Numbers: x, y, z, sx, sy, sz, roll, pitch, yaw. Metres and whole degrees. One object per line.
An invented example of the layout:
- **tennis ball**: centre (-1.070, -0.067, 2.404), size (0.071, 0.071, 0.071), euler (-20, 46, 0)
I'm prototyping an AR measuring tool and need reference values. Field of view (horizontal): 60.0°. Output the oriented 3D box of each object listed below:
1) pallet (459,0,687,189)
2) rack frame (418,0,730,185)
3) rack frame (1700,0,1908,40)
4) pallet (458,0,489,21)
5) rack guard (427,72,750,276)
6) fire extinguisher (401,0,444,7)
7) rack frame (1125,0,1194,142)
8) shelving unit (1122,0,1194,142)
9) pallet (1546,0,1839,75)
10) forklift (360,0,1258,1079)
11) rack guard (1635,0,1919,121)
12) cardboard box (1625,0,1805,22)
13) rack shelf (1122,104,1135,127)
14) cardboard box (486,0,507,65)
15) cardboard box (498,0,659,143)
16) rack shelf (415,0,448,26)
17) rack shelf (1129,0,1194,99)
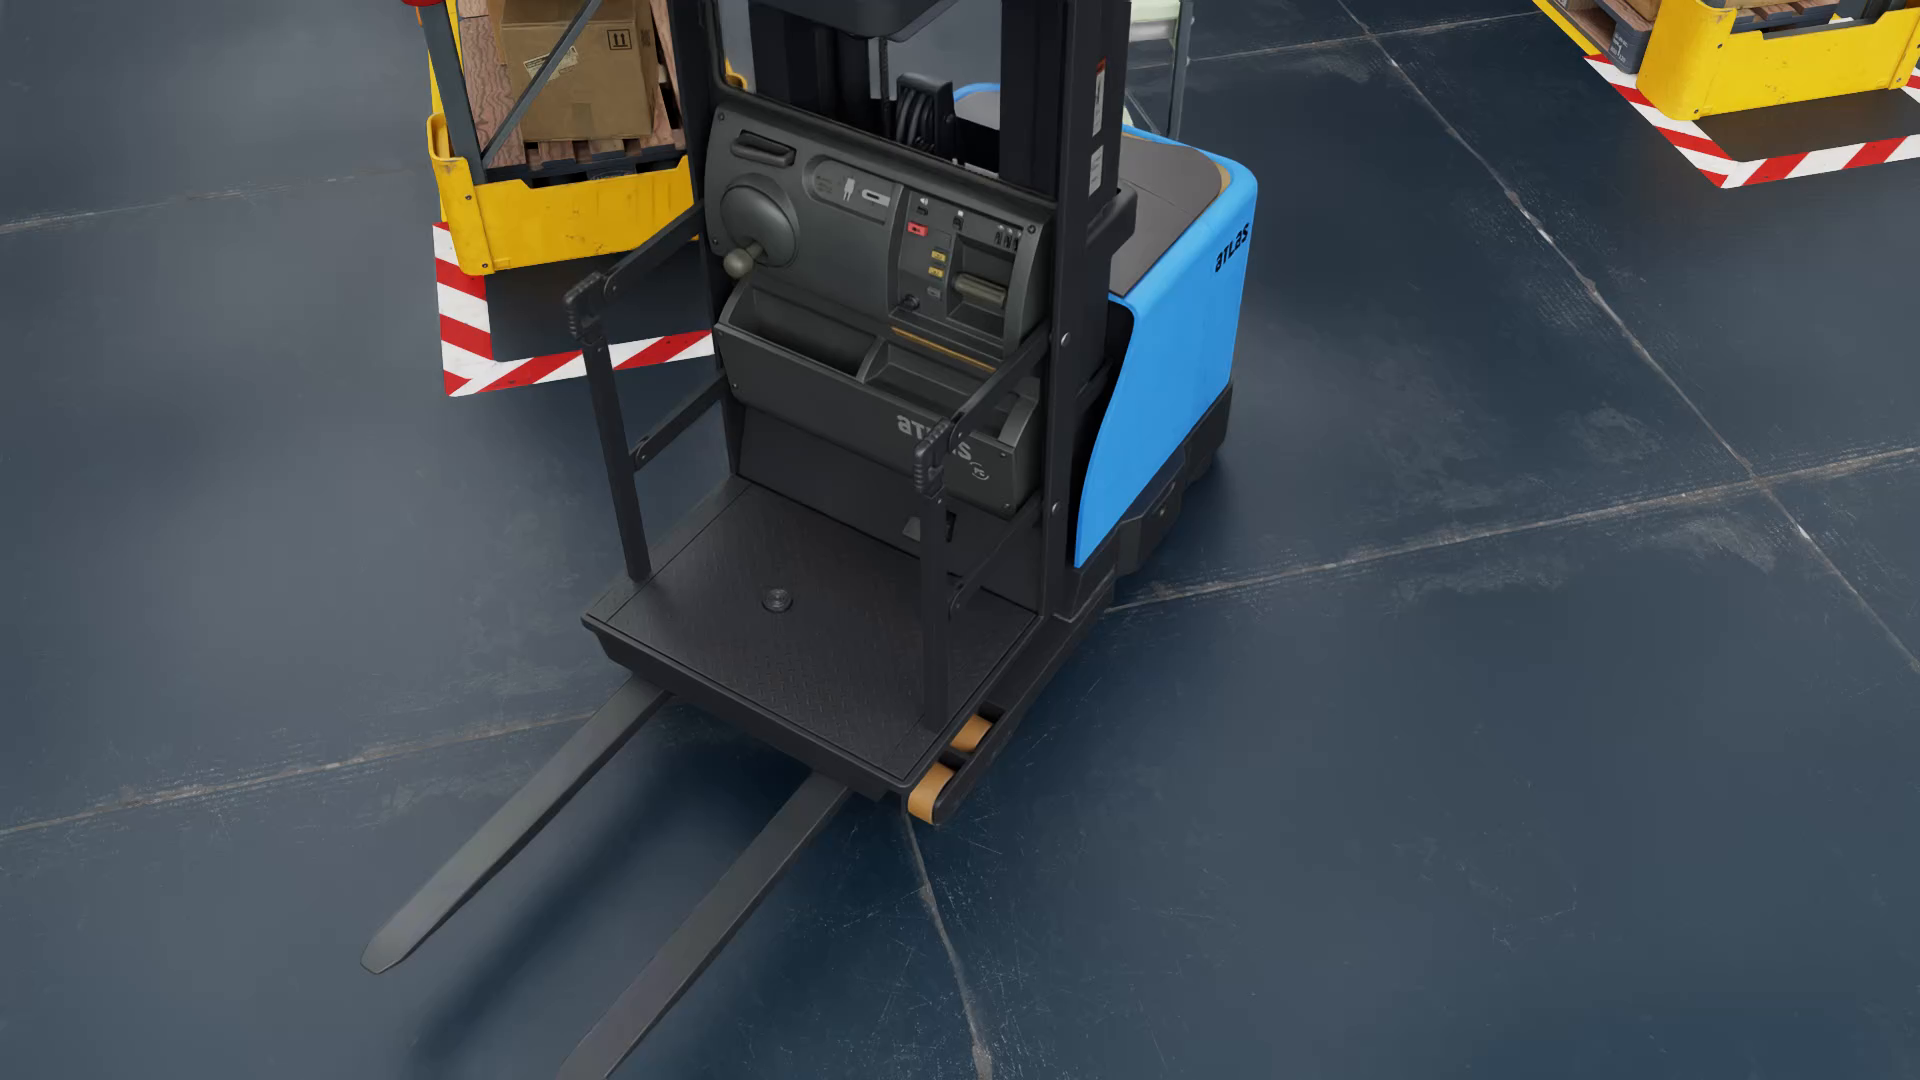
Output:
- **pallet**: centre (-1.516, -1.845, 6.910), size (1.003, 0.211, 1.213), euler (-11, 47, -10)
- **rack frame**: centre (-1.323, -2.201, 5.307), size (1.000, 3.000, 0.127), euler (-11, 47, -10)
- **rack frame**: centre (3.497, -3.038, 6.127), size (1.000, 3.000, 0.127), euler (-11, 47, -10)
- **pallet**: centre (-1.825, -2.685, 7.734), size (1.003, 0.211, 1.213), euler (-11, 47, -10)
- **rack guard**: centre (-1.343, -1.379, 6.251), size (1.175, 0.500, 0.348), euler (-11, 47, -10)
- **fire extinguisher**: centre (-1.739, -2.011, 5.174), size (0.296, 0.674, 0.183), euler (-11, 47, -10)
- **rack frame**: centre (0.501, -1.201, 5.376), size (0.400, 1.500, 0.023), euler (-7, 46, -7)
- **shelving unit**: centre (0.440, -1.458, 5.629), size (0.431, 1.500, 0.755), euler (-7, 46, -7)
- **pallet**: centre (3.217, -2.600, 7.650), size (1.003, 0.211, 1.213), euler (-11, 47, -10)
- **forklift**: centre (-0.336, -0.649, 3.834), size (1.130, 2.935, 3.031), euler (24, 50, 22)
- **rack guard**: centre (3.504, -2.147, 7.004), size (1.175, 0.500, 0.348), euler (-11, 47, -10)
- **cardboard box**: centre (3.260, -2.897, 7.183), size (0.875, 0.875, 0.875), euler (-10, 47, -10)
- **rack shelf**: centre (0.440, -1.230, 5.861), size (0.431, 0.370, 0.720), euler (-7, 46, -7)
- **cardboard box**: centre (-1.653, -2.314, 6.873), size (0.500, 0.500, 0.500), euler (0, 46, 0)
- **cardboard box**: centre (-1.467, -1.907, 6.475), size (0.500, 0.500, 0.500), euler (-3, 46, -3)
- **rack shelf**: centre (-1.835, -3.330, 6.917), size (1.077, 0.370, 4.000), euler (-11, 47, -10)
- **rack shelf**: centre (0.441, -1.731, 5.350), size (0.431, 0.370, 0.720), euler (-7, 46, -7)
